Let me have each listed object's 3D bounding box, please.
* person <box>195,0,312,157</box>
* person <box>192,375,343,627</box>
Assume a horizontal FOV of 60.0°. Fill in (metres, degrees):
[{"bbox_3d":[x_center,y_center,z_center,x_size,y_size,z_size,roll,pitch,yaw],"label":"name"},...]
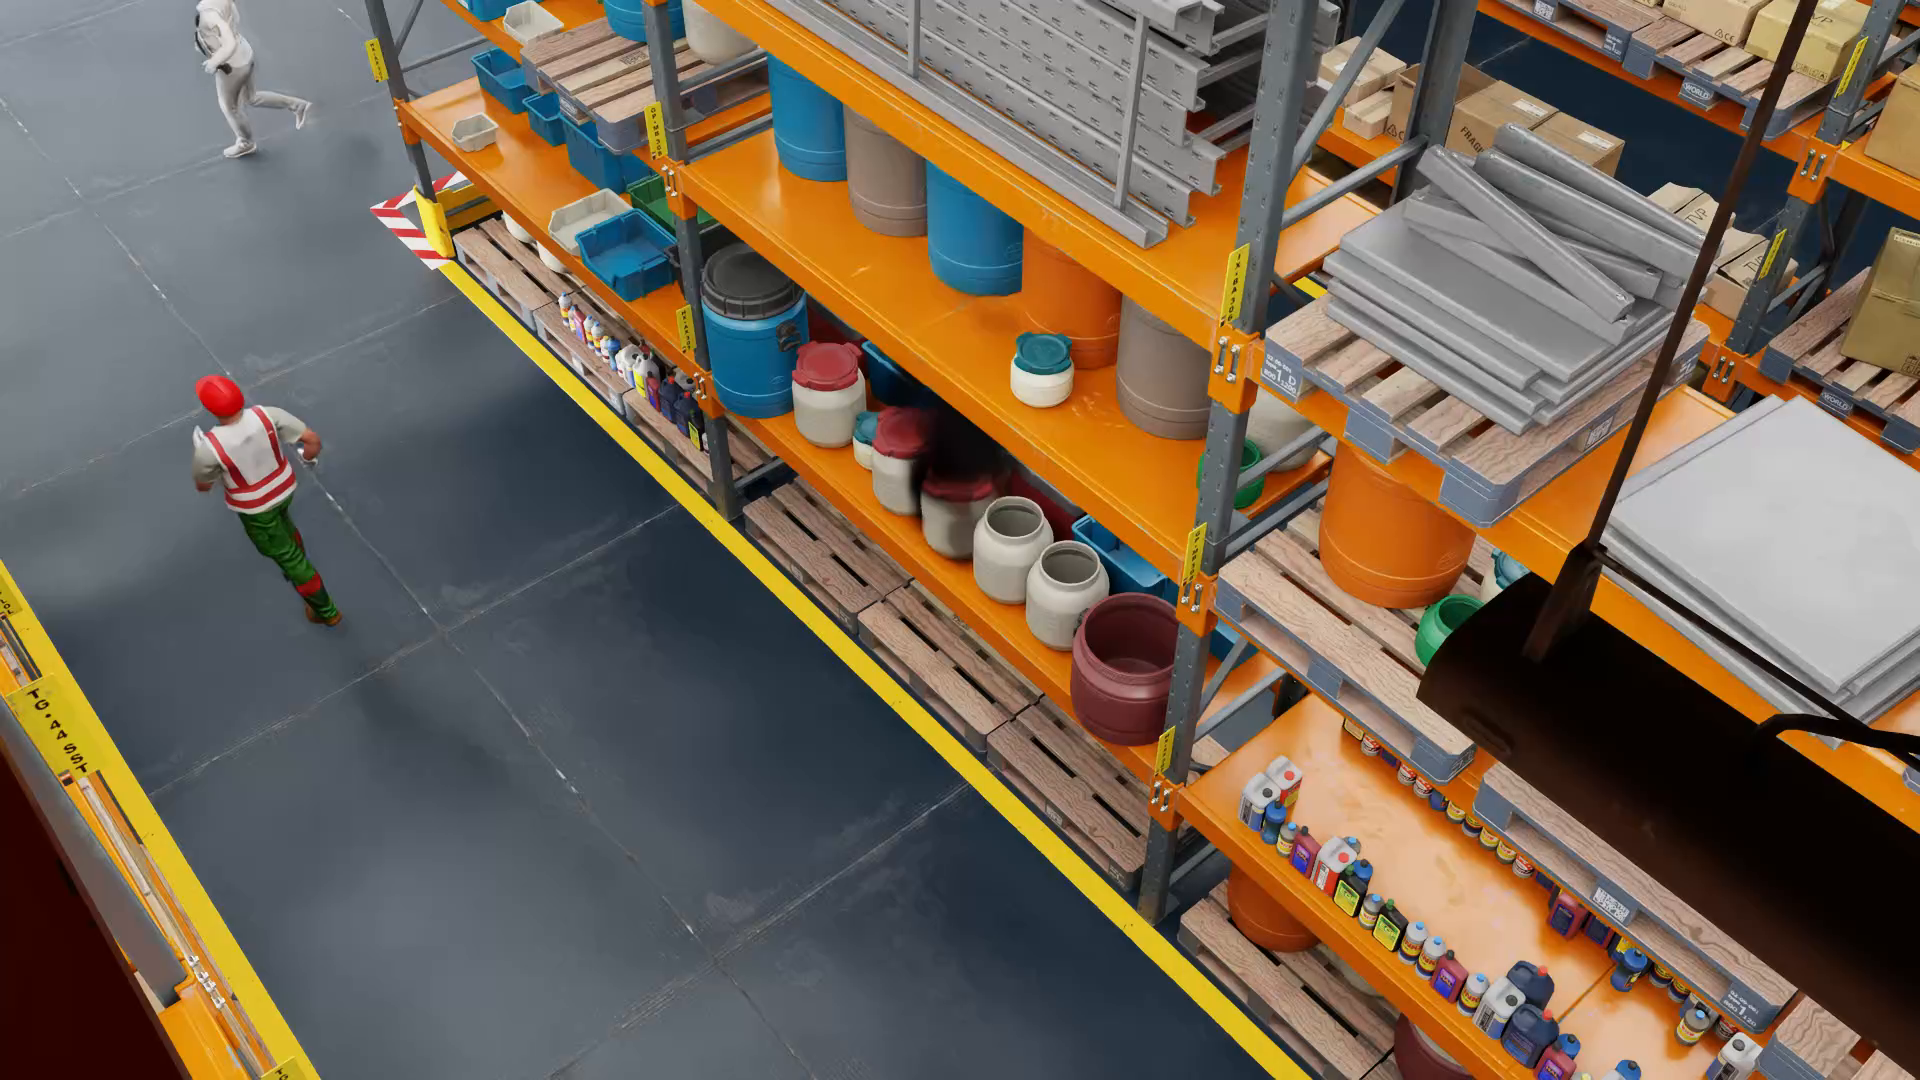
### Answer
[{"bbox_3d":[-5.845,-3.868,13.524,0.801,1.692,0.625,-5,47,-5],"label":"person"},{"bbox_3d":[-3.999,-0.242,9.586,0.762,1.846,0.646,26,52,23],"label":"person"}]
